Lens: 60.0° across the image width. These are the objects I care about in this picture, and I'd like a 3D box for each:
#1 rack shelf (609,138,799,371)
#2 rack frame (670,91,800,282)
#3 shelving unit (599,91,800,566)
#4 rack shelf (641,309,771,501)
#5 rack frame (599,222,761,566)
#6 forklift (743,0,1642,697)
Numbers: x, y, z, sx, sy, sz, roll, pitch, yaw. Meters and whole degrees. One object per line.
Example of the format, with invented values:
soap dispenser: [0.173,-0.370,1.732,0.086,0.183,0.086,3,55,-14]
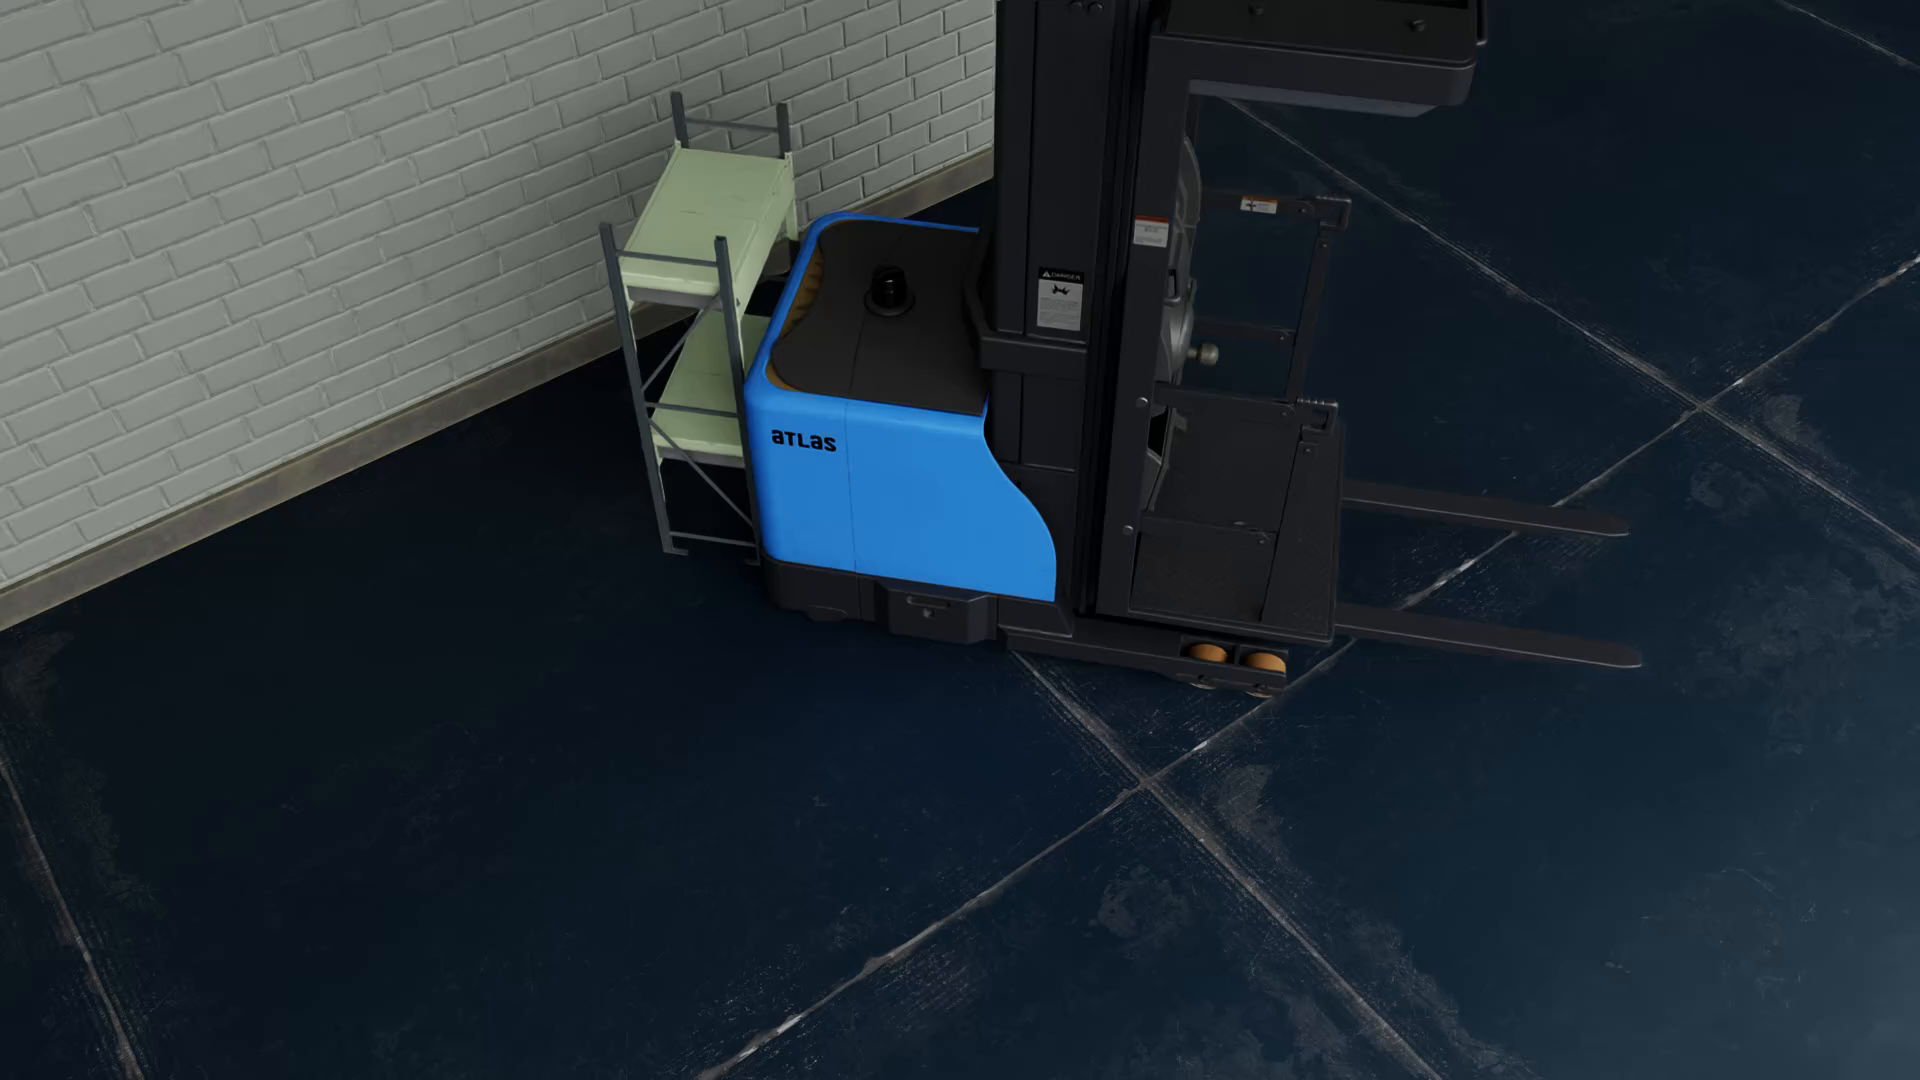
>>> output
rack shelf: [-0.842,-0.967,5.588,0.431,0.370,0.720,8,48,7]
rack frame: [-0.775,-0.972,6.118,0.400,1.500,0.023,8,48,7]
shelving unit: [-0.842,-0.705,5.877,0.431,1.500,0.755,8,48,7]
rack shelf: [-0.842,-0.486,6.118,0.431,0.370,0.720,8,48,7]
rack frame: [-0.909,-0.438,5.635,0.400,1.500,0.023,8,48,7]
forklift: [0.862,-0.871,5.061,3.031,2.935,1.130,8,48,7]
